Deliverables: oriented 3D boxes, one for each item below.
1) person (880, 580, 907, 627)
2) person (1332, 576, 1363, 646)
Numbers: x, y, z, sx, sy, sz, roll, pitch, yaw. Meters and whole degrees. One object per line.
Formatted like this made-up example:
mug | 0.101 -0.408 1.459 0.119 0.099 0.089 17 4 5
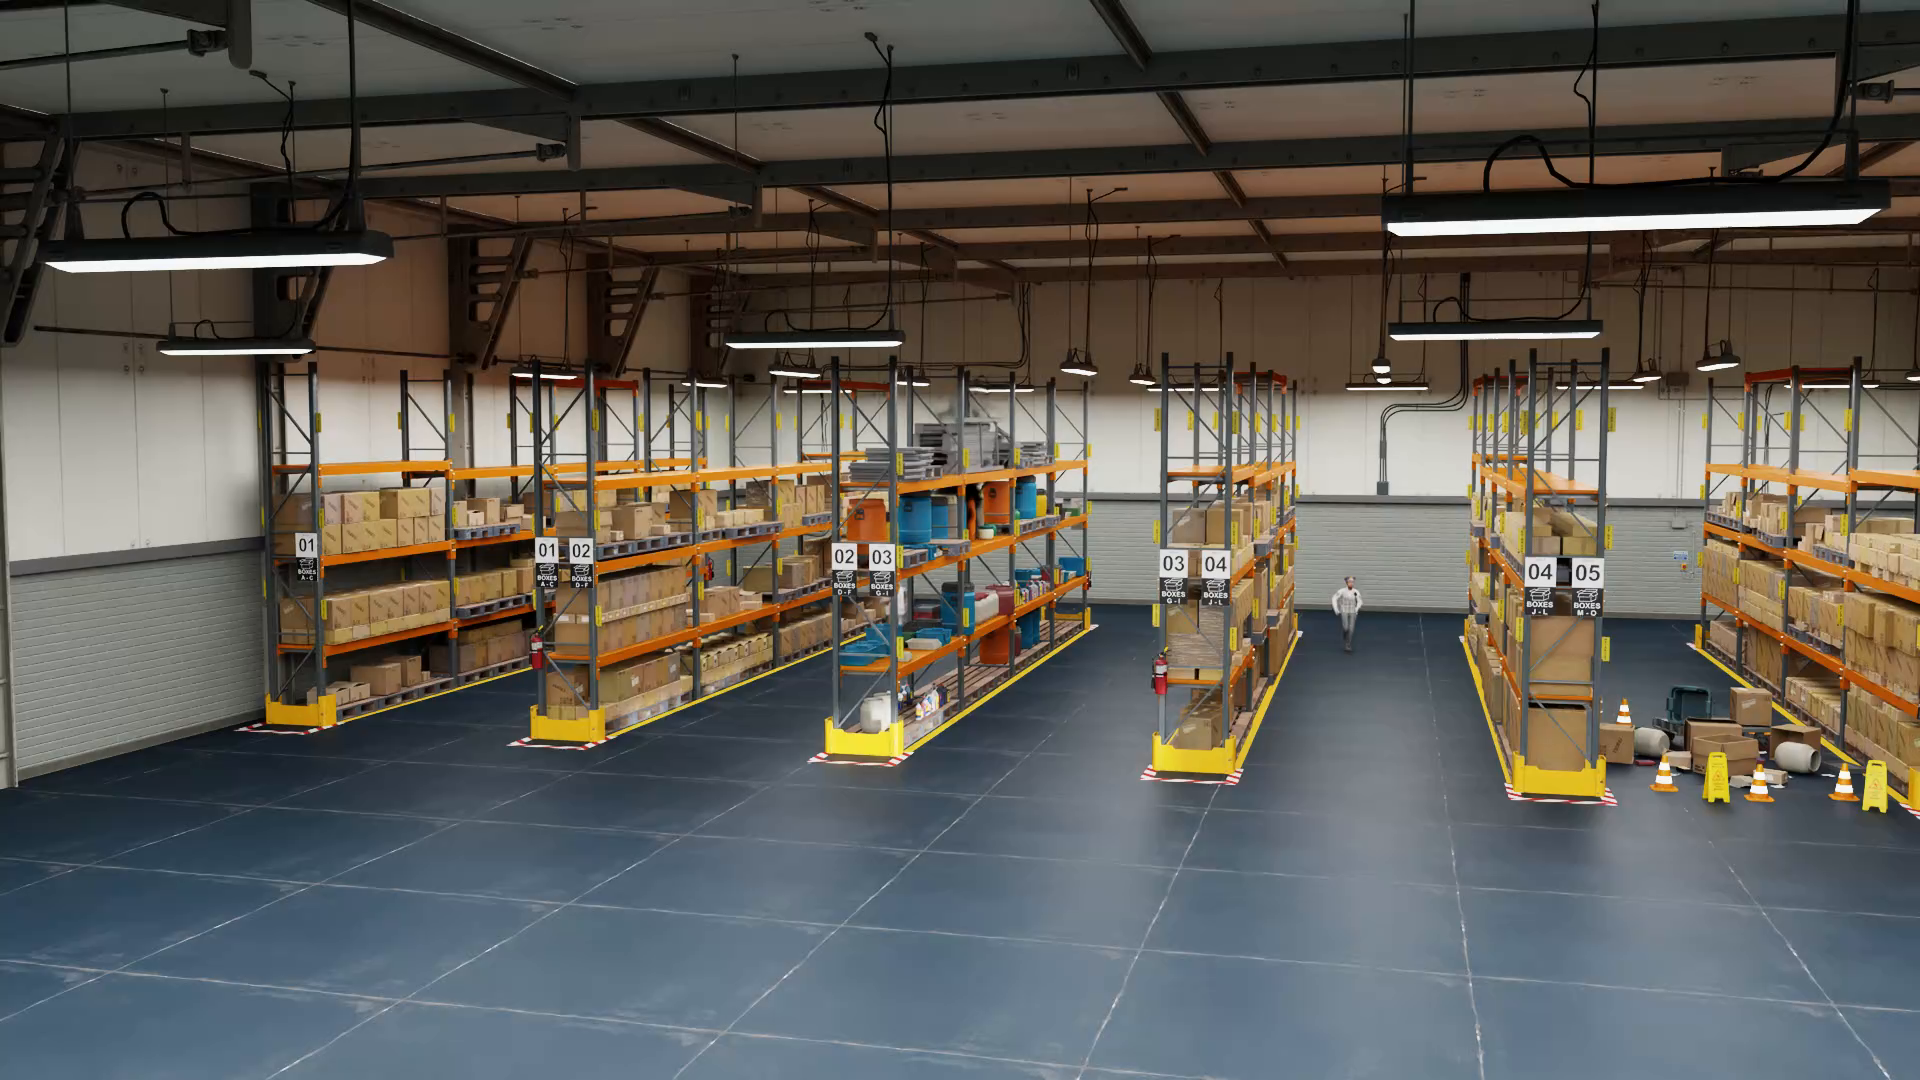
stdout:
person | -1.385 1.597 35.483 0.657 1.777 0.949 0 4 3
person | 8.513 1.571 36.443 0.638 1.579 0.559 0 4 3
